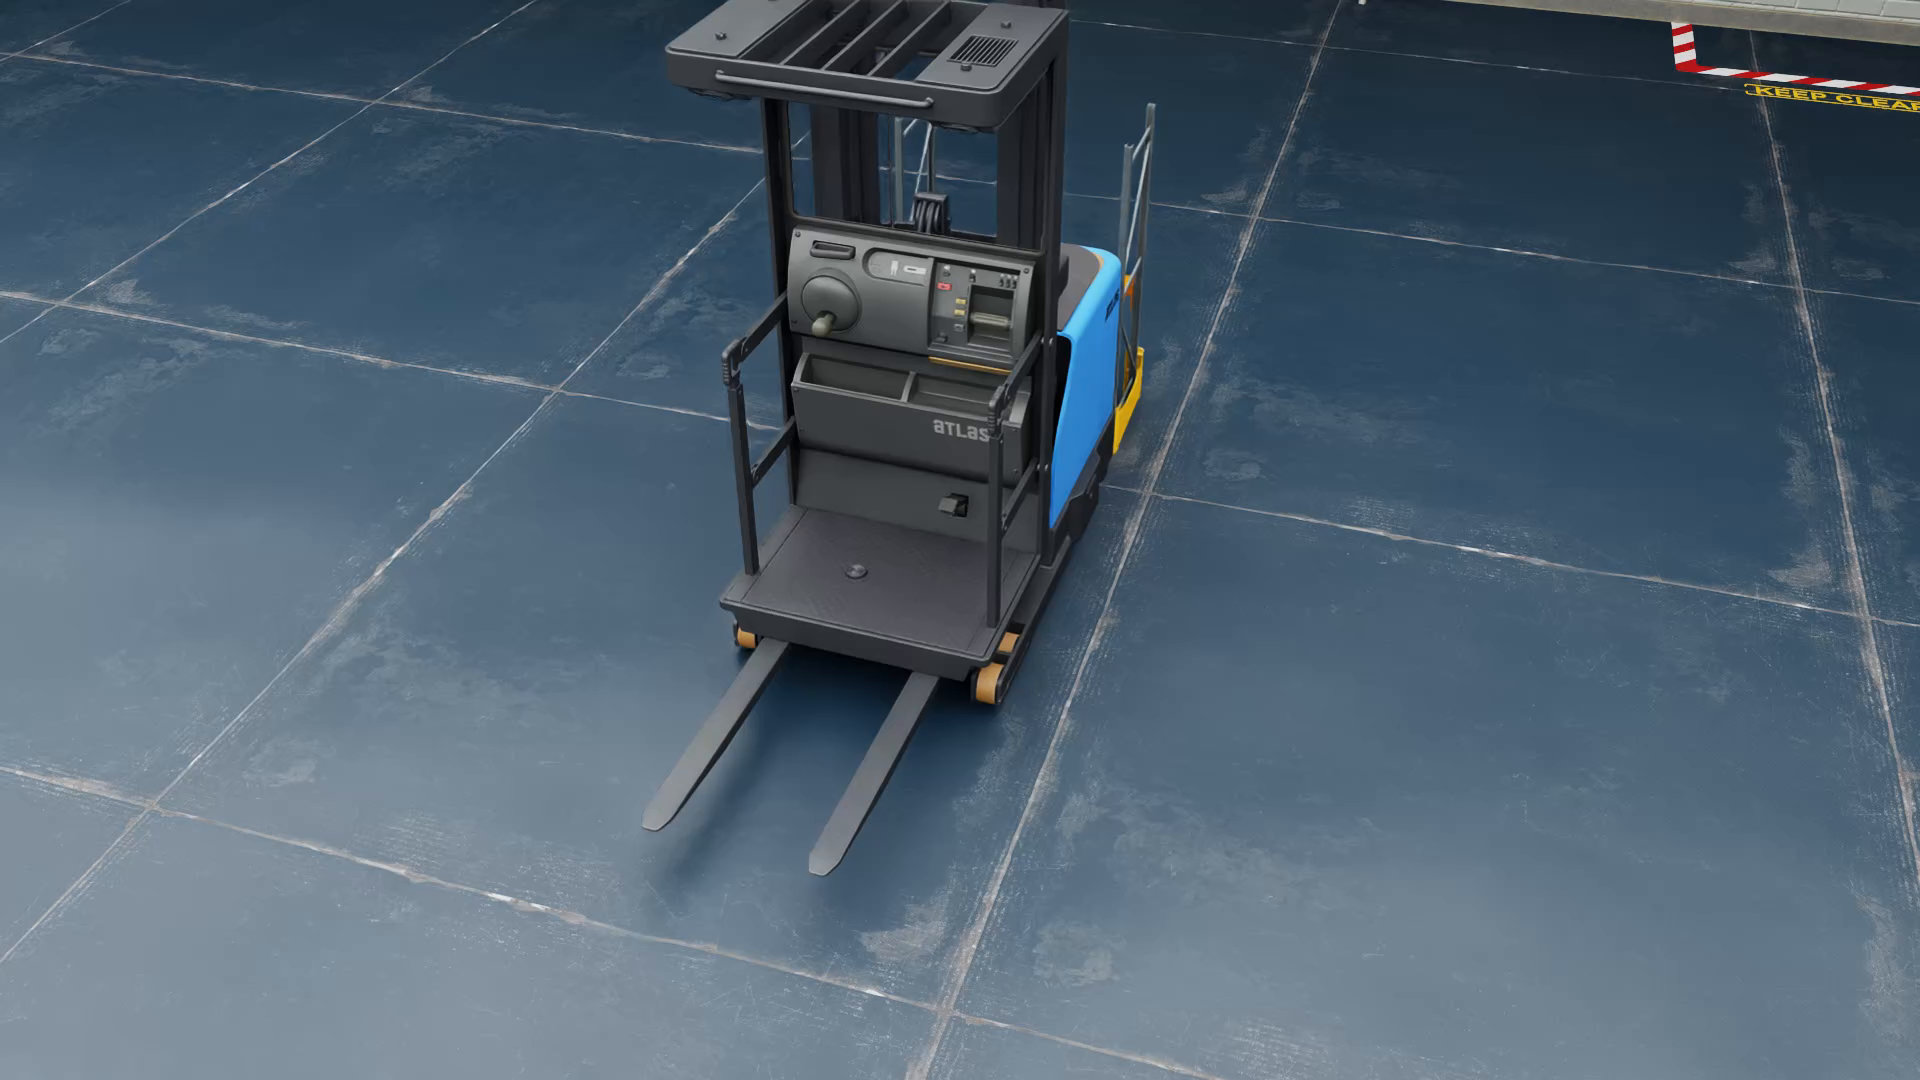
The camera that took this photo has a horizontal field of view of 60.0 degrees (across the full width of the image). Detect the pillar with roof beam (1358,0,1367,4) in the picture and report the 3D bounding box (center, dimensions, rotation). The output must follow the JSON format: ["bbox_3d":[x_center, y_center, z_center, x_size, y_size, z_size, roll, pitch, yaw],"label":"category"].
[{"bbox_3d":[1.719,-5.466,7.085,0.400,9.000,9.100,10,38,14],"label":"pillar with roof beam"}]

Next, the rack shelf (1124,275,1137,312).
[{"bbox_3d":[0.289,-1.122,7.812,1.000,0.185,0.538,10,38,14],"label":"rack shelf"}]

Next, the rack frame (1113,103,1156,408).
[{"bbox_3d":[0.775,-1.178,7.585,0.032,1.500,0.500,10,38,14],"label":"rack frame"}]

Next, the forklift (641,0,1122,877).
[{"bbox_3d":[-0.257,-0.822,5.894,1.130,2.935,3.031,12,38,15],"label":"forklift"}]

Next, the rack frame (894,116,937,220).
[{"bbox_3d":[-0.196,-1.355,7.826,0.032,1.500,0.500,10,38,14],"label":"rack frame"}]

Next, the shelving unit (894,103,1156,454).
[{"bbox_3d":[0.298,-1.265,7.703,1.083,1.500,0.587,10,38,14],"label":"shelving unit"}]

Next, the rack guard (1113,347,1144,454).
[{"bbox_3d":[0.774,-0.674,7.955,0.087,0.250,0.587,10,38,14],"label":"rack guard"}]
